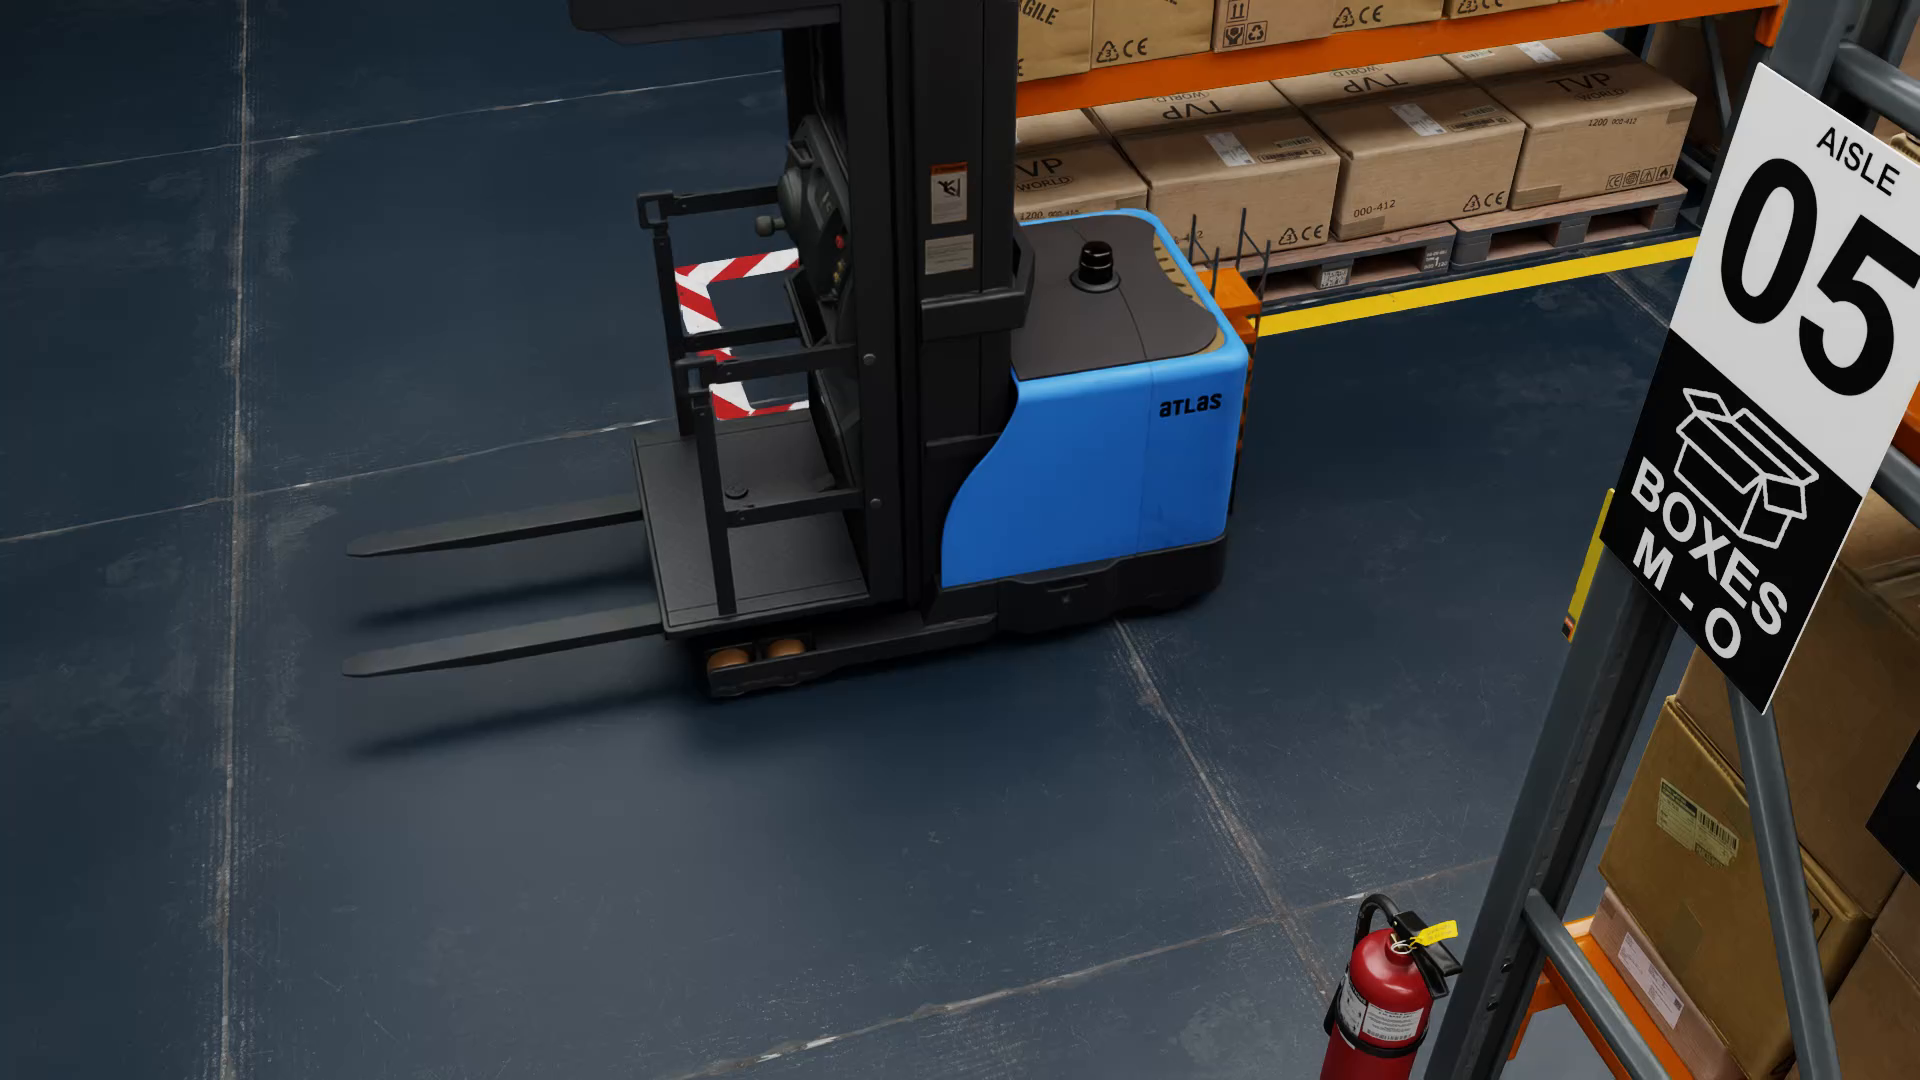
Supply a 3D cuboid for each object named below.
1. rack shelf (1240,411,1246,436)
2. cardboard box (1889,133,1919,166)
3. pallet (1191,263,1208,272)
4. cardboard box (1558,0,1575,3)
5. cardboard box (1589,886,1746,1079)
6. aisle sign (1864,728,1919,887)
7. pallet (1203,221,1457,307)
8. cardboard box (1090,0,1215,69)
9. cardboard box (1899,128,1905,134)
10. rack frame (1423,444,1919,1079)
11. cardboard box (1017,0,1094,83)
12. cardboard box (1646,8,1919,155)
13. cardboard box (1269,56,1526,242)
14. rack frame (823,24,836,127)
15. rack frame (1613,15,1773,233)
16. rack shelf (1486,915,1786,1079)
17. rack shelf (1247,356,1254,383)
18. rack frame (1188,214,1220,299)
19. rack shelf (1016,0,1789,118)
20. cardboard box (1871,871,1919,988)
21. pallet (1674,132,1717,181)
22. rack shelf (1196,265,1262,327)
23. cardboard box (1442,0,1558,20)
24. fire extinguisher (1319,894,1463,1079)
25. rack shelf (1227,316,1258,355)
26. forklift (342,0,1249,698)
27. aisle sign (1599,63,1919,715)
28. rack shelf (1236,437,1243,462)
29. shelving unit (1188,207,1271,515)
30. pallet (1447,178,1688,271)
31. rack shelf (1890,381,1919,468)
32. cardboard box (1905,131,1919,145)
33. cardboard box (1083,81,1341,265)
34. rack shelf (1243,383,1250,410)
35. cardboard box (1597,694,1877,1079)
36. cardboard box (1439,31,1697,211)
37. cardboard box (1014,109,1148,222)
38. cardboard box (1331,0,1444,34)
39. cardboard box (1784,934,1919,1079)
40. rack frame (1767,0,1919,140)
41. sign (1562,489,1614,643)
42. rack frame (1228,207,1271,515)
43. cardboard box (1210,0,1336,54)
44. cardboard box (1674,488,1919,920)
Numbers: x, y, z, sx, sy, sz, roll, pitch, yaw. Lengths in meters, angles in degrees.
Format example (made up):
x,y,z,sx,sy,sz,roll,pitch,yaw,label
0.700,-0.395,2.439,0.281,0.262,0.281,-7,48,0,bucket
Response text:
x,y,z,sx,sy,sz,roll,pitch,yaw,label
0.922,-0.484,6.142,0.180,0.103,0.258,-10,42,-11,rack shelf
1.573,-0.353,2.208,0.500,0.250,0.500,-13,43,-14,cardboard box
0.374,-1.267,7.540,1.213,0.211,1.003,-12,42,-13,pallet
2.595,-2.581,6.849,0.500,0.500,0.500,-13,43,-14,cardboard box
1.444,0.829,3.212,0.250,0.149,0.380,-12,42,-13,cardboard box
1.239,0.200,1.765,0.004,0.787,0.394,-12,42,-13,aisle sign
1.536,-1.506,7.813,1.213,0.211,1.003,-12,42,-13,pallet
0.653,-2.180,6.389,0.500,0.500,0.500,-12,43,-14,cardboard box
4.877,-2.615,8.259,0.875,0.875,0.875,-11,42,-12,cardboard box
1.218,0.976,2.853,0.127,3.000,1.000,-12,42,-13,rack frame
0.179,-2.063,6.255,0.500,0.500,0.500,-12,43,-13,cardboard box
4.017,-2.431,8.049,0.875,0.875,0.875,-10,42,-12,cardboard box
1.965,-1.860,7.727,0.875,0.438,0.875,-13,43,-14,cardboard box
-0.365,-2.110,6.385,0.127,3.000,1.000,-12,42,-13,rack frame
3.450,-2.901,7.290,0.127,3.000,1.000,-12,42,-13,rack frame
3.126,0.852,3.542,4.000,0.370,1.077,-12,42,-13,rack shelf
0.922,-0.664,5.984,0.180,0.103,0.258,-10,42,-11,rack shelf
0.833,-0.592,6.016,0.006,1.200,0.240,-10,42,-11,rack frame
1.542,-2.235,7.075,4.000,0.370,1.077,-12,42,-13,rack shelf
1.726,0.528,2.304,0.500,0.500,0.500,-12,43,-13,cardboard box
4.163,-2.050,8.436,1.213,0.211,1.003,-12,42,-13,pallet
0.922,-0.845,5.826,0.180,0.103,0.258,-10,42,-11,rack shelf
2.120,-2.473,6.724,0.500,0.500,0.500,-12,43,-14,cardboard box
0.839,0.906,3.275,0.183,0.674,0.296,-12,42,-13,fire extinguisher
0.922,-0.755,5.905,0.180,0.103,0.258,-10,42,-11,rack shelf
-0.628,-0.959,5.120,3.031,2.935,1.130,-10,42,-11,forklift
1.058,-0.177,2.196,0.004,0.787,0.394,-12,42,-13,aisle sign
0.922,-0.393,6.221,0.180,0.103,0.258,-10,42,-11,rack shelf
0.922,-0.608,6.033,0.189,1.200,0.258,-10,42,-11,shelving unit
2.701,-1.749,8.092,1.213,0.211,1.003,-12,42,-13,pallet
3.126,-0.278,2.555,4.000,0.370,1.077,-12,42,-13,rack shelf
1.581,-0.536,2.038,0.500,0.250,0.500,-13,43,-14,cardboard box
1.105,-1.683,7.524,0.875,0.438,0.875,-11,42,-12,cardboard box
0.922,-0.574,6.063,0.180,0.103,0.258,-10,42,-11,rack shelf
1.569,0.576,3.008,0.500,0.500,0.500,-11,42,-12,cardboard box
2.819,-2.037,7.930,0.875,0.438,0.875,-12,43,-14,cardboard box
0.234,-1.497,7.311,0.875,0.438,0.875,-13,43,-15,cardboard box
1.616,-2.379,6.617,0.500,0.500,0.500,-10,42,-12,cardboard box
1.729,0.911,2.625,0.500,0.500,0.500,-10,42,-11,cardboard box
1.218,-1.283,0.879,0.127,3.000,1.000,-12,42,-13,rack frame
1.071,0.069,2.771,0.005,0.325,0.100,-12,42,-13,sign
1.010,-0.623,6.051,0.006,1.200,0.240,-10,42,-11,rack frame
1.144,-2.269,6.492,0.500,0.500,0.500,-12,43,-13,cardboard box
1.580,0.203,2.675,0.500,0.500,0.500,-13,43,-14,cardboard box
